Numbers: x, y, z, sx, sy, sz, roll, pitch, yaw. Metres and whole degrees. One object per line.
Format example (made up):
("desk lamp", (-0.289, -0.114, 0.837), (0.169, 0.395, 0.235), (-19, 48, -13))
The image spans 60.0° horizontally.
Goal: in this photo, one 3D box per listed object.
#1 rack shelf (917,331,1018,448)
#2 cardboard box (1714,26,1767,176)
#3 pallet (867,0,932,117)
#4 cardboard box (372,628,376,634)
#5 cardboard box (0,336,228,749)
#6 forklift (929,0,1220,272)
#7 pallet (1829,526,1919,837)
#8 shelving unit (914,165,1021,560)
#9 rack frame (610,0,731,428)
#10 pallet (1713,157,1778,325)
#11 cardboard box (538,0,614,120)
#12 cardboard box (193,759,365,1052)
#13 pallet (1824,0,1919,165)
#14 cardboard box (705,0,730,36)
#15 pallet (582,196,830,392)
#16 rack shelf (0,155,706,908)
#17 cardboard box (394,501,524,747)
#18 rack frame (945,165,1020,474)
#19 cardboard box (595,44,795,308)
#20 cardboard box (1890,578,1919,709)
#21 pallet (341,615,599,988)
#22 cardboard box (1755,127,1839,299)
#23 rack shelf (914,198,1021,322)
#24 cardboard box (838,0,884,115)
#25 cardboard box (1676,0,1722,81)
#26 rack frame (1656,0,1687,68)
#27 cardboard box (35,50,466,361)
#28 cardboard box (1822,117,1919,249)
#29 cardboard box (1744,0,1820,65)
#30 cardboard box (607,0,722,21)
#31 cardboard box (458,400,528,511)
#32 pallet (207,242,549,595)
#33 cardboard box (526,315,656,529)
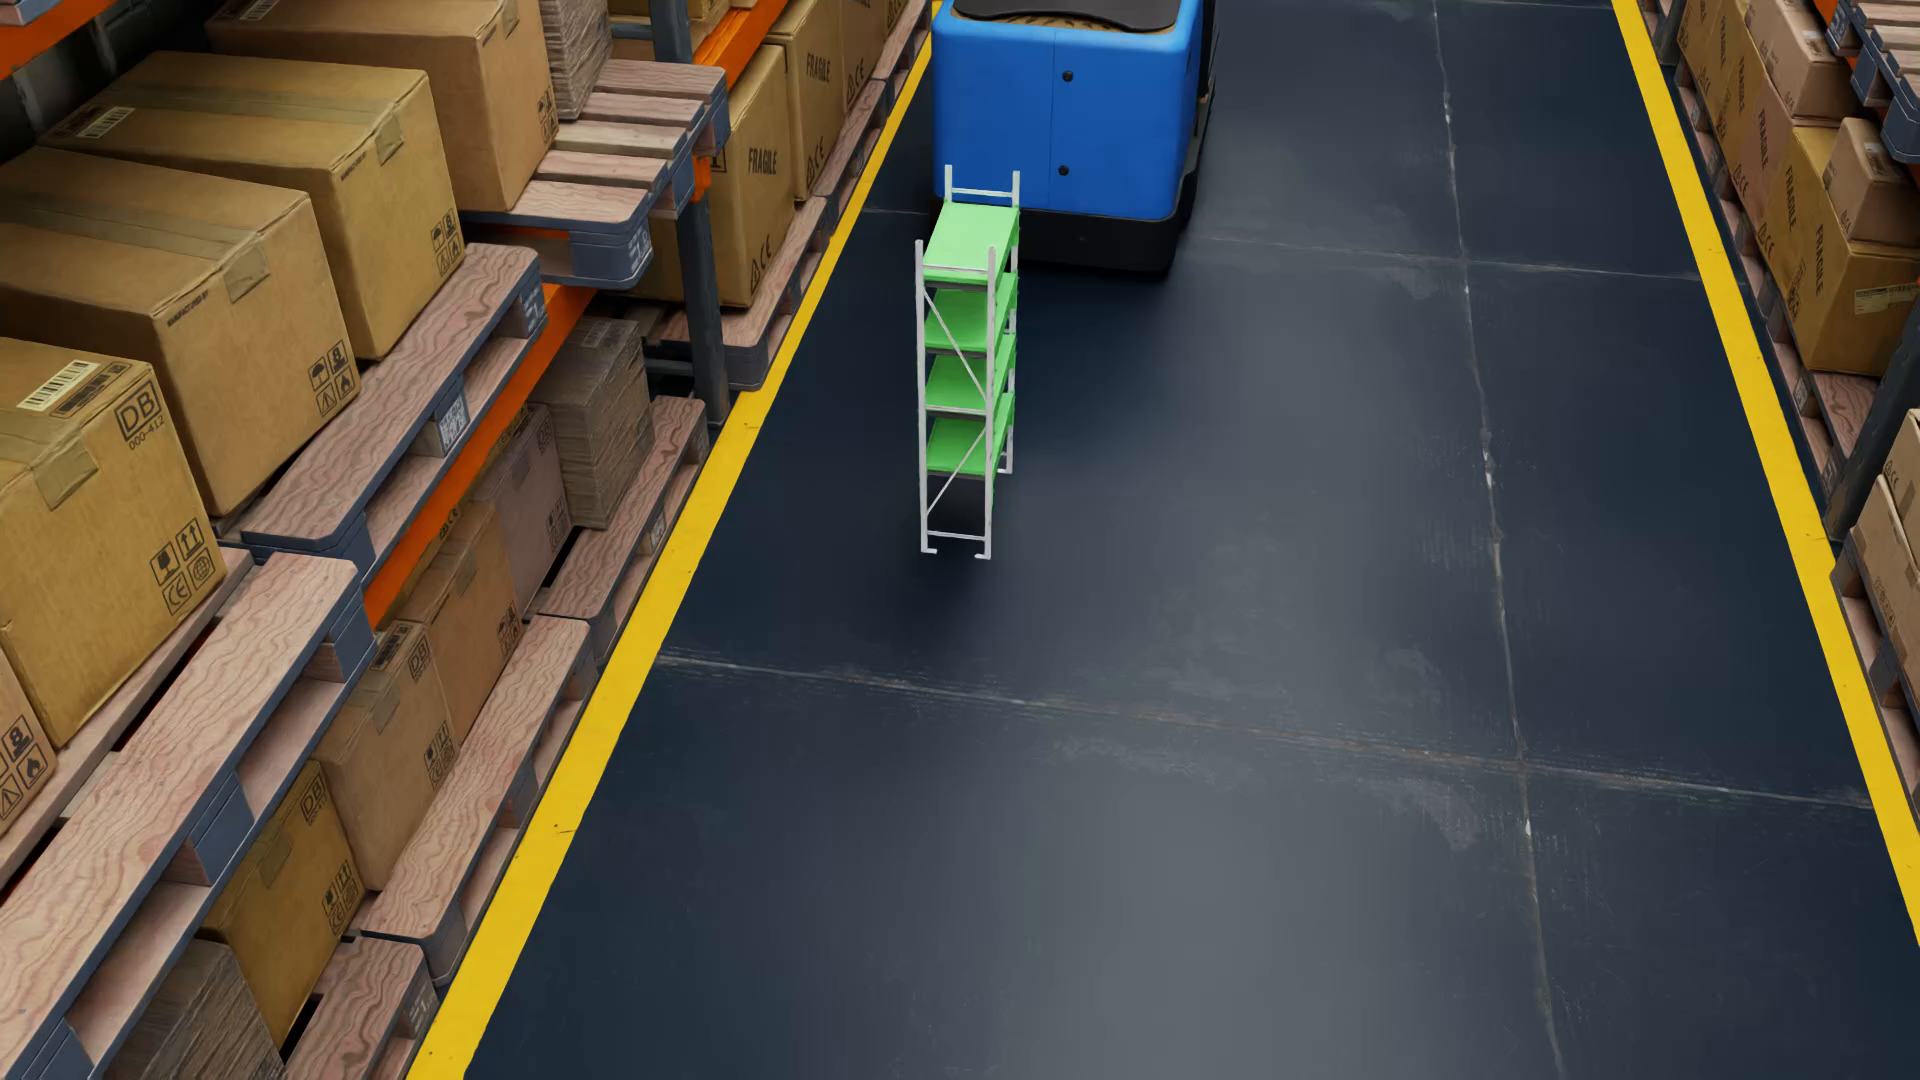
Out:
("rack shelf", (0.029, -0.517, 5.534), (0.258, 0.148, 0.480), (6, 40, 8))
("cardboard box", (3.695, -1.919, 7.333), (0.500, 0.500, 0.500), (7, 40, 8))
("pallet", (-0.745, -2.615, 8.747), (1.003, 0.211, 1.213), (6, 40, 8))
("cardboard box", (-1.800, 0.276, 4.090), (0.500, 0.250, 0.500), (5, 40, 6))
("cardboard box", (-1.845, -0.035, 3.015), (0.700, 0.500, 0.500), (10, 41, 12))
("forklift", (0.671, -3.201, 7.322), (1.130, 2.935, 3.031), (7, 40, 9))
("pallet", (3.321, 0.459, 5.029), (1.003, 0.211, 1.213), (6, 40, 8))
("shelving unit", (0.029, -0.566, 5.493), (0.258, 1.200, 0.503), (6, 40, 8))
("rack frame", (-1.378, -1.672, 5.418), (1.000, 3.000, 0.127), (6, 40, 8))
("pallet", (3.882, -1.281, 7.134), (1.003, 0.211, 1.213), (6, 40, 8))
("cardboard box", (-1.449, -1.584, 4.888), (0.700, 0.500, 0.500), (2, 40, 2))
("cardboard box", (-1.919, 0.839, 3.998), (0.700, 0.500, 0.500), (6, 40, 7))
("pallet", (3.550, -1.487, 5.345), (1.213, 0.211, 1.003), (6, 40, 8))
("cardboard box", (-1.041, -1.921, 5.901), (0.380, 0.149, 0.250), (7, 40, 8))
("pallet", (-1.167, -1.084, 6.895), (1.003, 0.211, 1.213), (6, 40, 8))
("rack shelf", (-1.724, -0.139, 4.129), (1.077, 0.370, 4.000), (6, 40, 8))
("cardboard box", (-1.713, 0.205, 4.764), (0.700, 0.500, 0.500), (6, 40, 7))
("rack frame", (0.071, -0.719, 5.679), (0.240, 1.200, 0.015), (6, 40, 8))
("cardboard box", (-1.121, -1.452, 6.510), (0.750, 0.750, 0.750), (6, 40, 7))
("cardboard box", (3.036, 0.382, 4.762), (0.500, 0.250, 0.500), (5, 40, 6))
("pallet", (-1.728, 0.657, 4.790), (1.003, 0.211, 1.213), (6, 40, 8))
("cardboard box", (3.522, -1.272, 6.550), (0.500, 0.500, 0.500), (5, 40, 6))
("rack shelf", (0.029, -0.887, 5.228), (0.258, 0.148, 0.480), (6, 40, 8))
("cardboard box", (-0.821, -2.535, 7.820), (0.750, 0.750, 0.750), (8, 40, 9))
("cardboard box", (3.870, -2.568, 8.118), (0.500, 0.500, 0.500), (5, 40, 6))
("rack frame", (4.194, -3.638, 7.796), (1.000, 3.000, 0.127), (6, 40, 8))
("cardboard box", (-1.643, -0.799, 3.939), (0.700, 0.500, 0.500), (6, 40, 8))
("cardboard box", (3.438, -1.272, 5.962), (0.500, 0.250, 0.500), (8, 40, 9))
("cardboard box", (3.697, -2.229, 7.120), (0.500, 0.250, 0.500), (6, 40, 8))
("cardboard box", (-1.042, -2.109, 5.620), (0.500, 0.500, 0.500), (8, 40, 9))
("cardboard box", (-1.611, -0.359, 4.858), (0.500, 0.250, 0.500), (7, 40, 9))
("pallet", (-1.680, -0.351, 3.971), (1.003, 0.211, 1.213), (6, 40, 8))
("cardboard box", (-1.451, -0.420, 5.521), (0.700, 0.500, 0.500), (7, 40, 8))
